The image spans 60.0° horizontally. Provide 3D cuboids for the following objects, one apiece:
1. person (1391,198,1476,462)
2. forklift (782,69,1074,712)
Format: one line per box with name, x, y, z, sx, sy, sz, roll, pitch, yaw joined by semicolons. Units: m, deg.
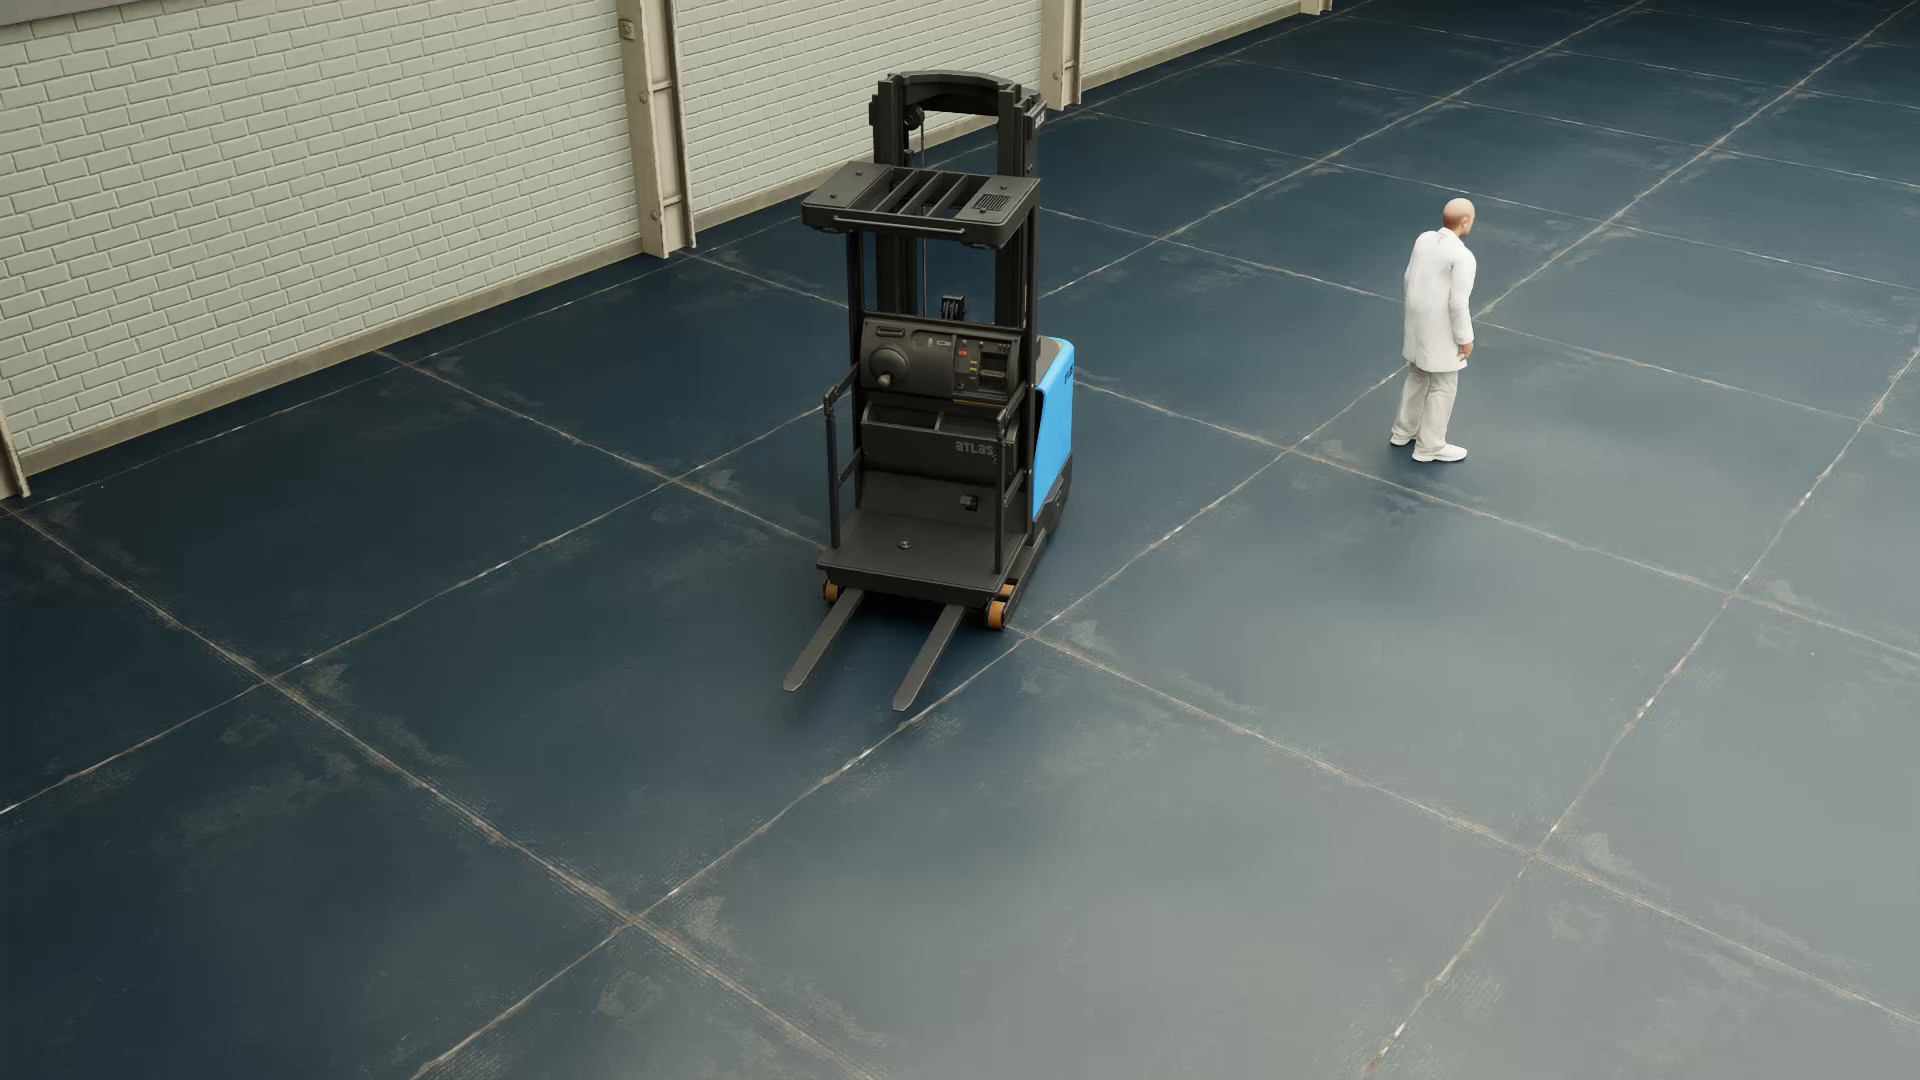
person;3.204;-1.421;11.174;0.422;1.774;0.655;-11;32;-19
forklift;-0.176;-0.972;9.258;1.130;2.935;3.031;9;31;14
